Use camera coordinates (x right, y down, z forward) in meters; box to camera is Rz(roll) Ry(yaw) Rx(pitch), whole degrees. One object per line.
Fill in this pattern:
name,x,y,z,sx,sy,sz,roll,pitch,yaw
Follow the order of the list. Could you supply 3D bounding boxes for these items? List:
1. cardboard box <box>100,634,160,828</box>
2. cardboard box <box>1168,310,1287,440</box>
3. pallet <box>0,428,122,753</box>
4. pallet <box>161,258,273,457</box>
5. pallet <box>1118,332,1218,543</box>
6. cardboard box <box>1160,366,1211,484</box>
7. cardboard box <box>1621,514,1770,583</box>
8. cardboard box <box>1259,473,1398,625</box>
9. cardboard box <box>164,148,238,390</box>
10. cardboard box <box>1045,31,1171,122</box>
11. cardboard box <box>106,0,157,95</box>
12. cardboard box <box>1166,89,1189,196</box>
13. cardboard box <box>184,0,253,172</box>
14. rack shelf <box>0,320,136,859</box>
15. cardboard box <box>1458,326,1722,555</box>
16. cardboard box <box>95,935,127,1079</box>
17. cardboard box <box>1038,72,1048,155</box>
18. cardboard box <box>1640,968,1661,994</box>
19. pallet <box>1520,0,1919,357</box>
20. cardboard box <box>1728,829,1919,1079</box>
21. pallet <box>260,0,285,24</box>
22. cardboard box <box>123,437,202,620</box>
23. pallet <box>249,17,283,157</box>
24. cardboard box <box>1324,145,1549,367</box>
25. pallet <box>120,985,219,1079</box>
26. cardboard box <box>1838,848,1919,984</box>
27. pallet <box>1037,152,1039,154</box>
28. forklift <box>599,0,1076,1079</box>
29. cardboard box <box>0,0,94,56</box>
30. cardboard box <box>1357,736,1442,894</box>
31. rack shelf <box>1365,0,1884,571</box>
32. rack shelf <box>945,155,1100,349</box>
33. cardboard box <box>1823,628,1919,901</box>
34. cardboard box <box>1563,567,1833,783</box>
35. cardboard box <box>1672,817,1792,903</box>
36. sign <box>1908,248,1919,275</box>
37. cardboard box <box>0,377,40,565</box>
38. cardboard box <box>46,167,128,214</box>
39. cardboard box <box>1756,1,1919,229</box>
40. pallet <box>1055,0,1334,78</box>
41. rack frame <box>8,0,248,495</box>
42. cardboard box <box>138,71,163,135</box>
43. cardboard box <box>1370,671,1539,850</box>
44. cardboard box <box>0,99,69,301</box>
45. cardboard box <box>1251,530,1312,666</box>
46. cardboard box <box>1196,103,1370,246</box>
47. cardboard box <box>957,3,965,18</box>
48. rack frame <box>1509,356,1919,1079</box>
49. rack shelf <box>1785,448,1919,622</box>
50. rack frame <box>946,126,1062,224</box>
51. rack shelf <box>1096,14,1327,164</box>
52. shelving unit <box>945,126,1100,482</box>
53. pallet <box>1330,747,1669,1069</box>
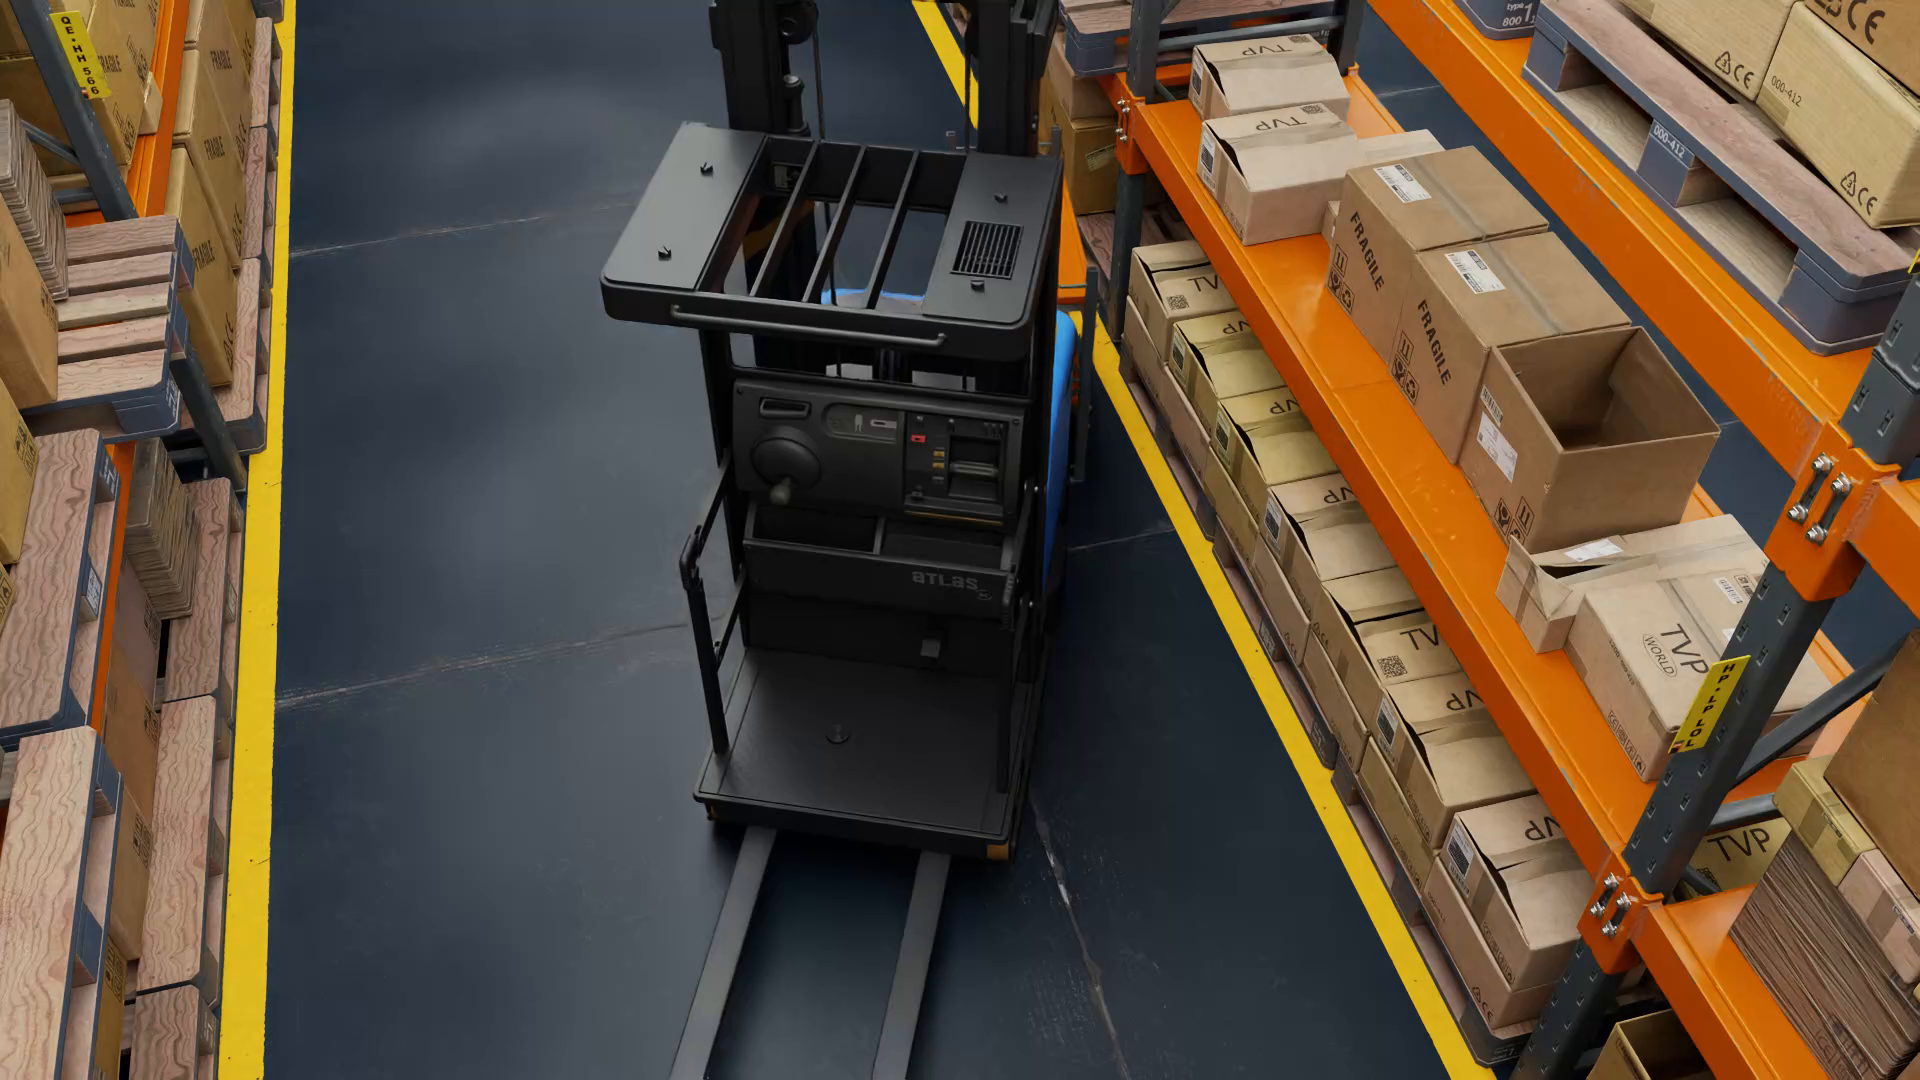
cardboard box,-3.180,0.719,5.639,0.700,0.500,0.500,-11,47,-11
cardboard box,1.192,-0.718,6.842,0.500,0.311,0.500,-12,47,-11
pallet,-3.042,0.222,4.818,1.003,0.211,1.213,-11,47,-10
pallet,-3.717,-0.787,7.624,1.003,0.211,1.213,-11,47,-10
pallet,1.372,-0.562,7.403,1.003,0.211,1.213,-11,47,-10
cardboard box,1.179,-0.535,7.056,0.500,0.250,0.500,-12,47,-11
cardboard box,2.194,0.087,4.991,0.380,0.149,0.250,-11,47,-10
cardboard box,1.453,-0.010,6.149,0.500,0.311,0.500,-11,47,-11
cardboard box,-3.650,-1.131,7.220,0.750,0.750,0.750,-11,47,-11
cardboard box,0.714,-2.296,8.067,0.500,0.250,0.500,-9,46,-9
cardboard box,-3.590,-2.096,6.663,0.500,0.500,0.500,-9,46,-9
cardboard box,1.220,-2.119,8.419,0.500,0.500,0.500,-12,47,-12
cardboard box,-4.090,-2.323,8.388,0.750,0.750,0.750,-9,46,-9
rack shelf,-3.076,0.428,4.985,1.077,0.370,4.000,-11,47,-10
cardboard box,1.908,-0.283,5.108,0.500,0.500,0.500,-8,46,-7
cardboard box,-2.950,1.425,4.946,0.700,0.500,0.500,-12,47,-11
cardboard box,0.601,-2.352,8.648,0.500,0.500,0.500,-12,47,-12
cardboard box,2.360,1.140,5.414,0.500,0.250,0.500,-12,47,-11
pallet,1.985,-0.941,3.856,0.805,0.209,1.217,-12,47,-12
cardboard box,2.343,0.919,3.930,0.700,0.500,0.500,-12,47,-11
pallet,-4.731,-3.530,10.312,1.003,0.211,1.213,-11,47,-10
cardboard box,-3.354,0.004,6.339,0.700,0.500,0.500,-10,46,-10
pallet,-4.342,-2.471,9.275,1.003,0.211,1.213,-11,47,-10
cardboard box,1.645,-0.993,5.803,0.500,0.500,0.500,-13,47,-12
pallet,-2.765,1.996,4.897,1.003,0.211,1.213,-11,47,-10
cardboard box,2.169,0.781,3.611,0.380,0.149,0.250,-10,46,-10
pallet,0.736,-2.500,9.303,1.003,0.211,1.213,-11,47,-10
forklift,-0.299,-0.178,5.123,1.130,2.935,3.031,7,46,7
cardboard box,-3.463,-1.994,6.037,0.500,0.250,0.500,-10,46,-9
cardboard box,1.709,0.881,5.668,0.500,0.250,0.500,-11,47,-11
rack shelf,1.711,-1.530,4.804,1.077,0.370,4.000,-11,47,-10
rack shelf,0.239,-1.210,6.989,0.538,0.278,1.000,-4,46,-4
cardboard box,2.343,0.465,3.467,0.700,0.500,0.500,-10,47,-10
cardboard box,2.055,0.369,4.644,0.500,0.250,0.500,-8,46,-8
cardboard box,2.358,0.937,5.221,0.500,0.311,0.500,-11,47,-10
sign,1.701,-0.586,2.793,0.100,0.325,0.005,-11,47,-10
cardboard box,-3.118,-0.215,4.733,0.700,0.500,0.500,-11,47,-10
cardboard box,-3.449,-1.393,6.428,0.380,0.149,0.250,-11,47,-11
cardboard box,2.075,-0.923,3.516,0.500,0.250,0.500,-6,46,-6
pallet,0.958,-2.501,7.486,1.213,0.211,1.003,-11,47,-10
rack frame,-3.588,-1.205,6.081,1.000,3.000,0.127,-11,47,-10
cardboard box,-3.491,-1.768,6.795,0.380,0.149,0.250,-9,46,-9
cardboard box,1.703,0.682,5.470,0.500,0.311,0.500,-10,46,-9
cardboard box,-3.458,-1.071,5.572,0.700,0.500,0.500,-16,48,-15
cardboard box,1.449,0.176,6.359,0.500,0.250,0.500,-10,46,-10
cardboard box,1.241,-1.429,6.363,0.500,0.311,0.500,-11,47,-11
cardboard box,0.211,-3.409,9.684,0.500,0.500,0.500,-10,46,-10
rack frame,2.223,0.649,4.265,1.000,3.000,0.127,-11,47,-10
rack shelf,2.735,1.231,2.097,1.077,0.370,4.000,-11,47,-10
rack frame,0.188,-1.366,7.552,0.500,1.125,0.032,-4,46,-4
rack shelf,0.687,-3.242,8.581,1.077,0.370,4.000,-11,47,-10
shelving unit,0.239,-1.005,7.198,0.538,1.125,1.048,-4,46,-4
pallet,1.997,1.123,5.752,1.003,0.211,1.213,-11,47,-10
